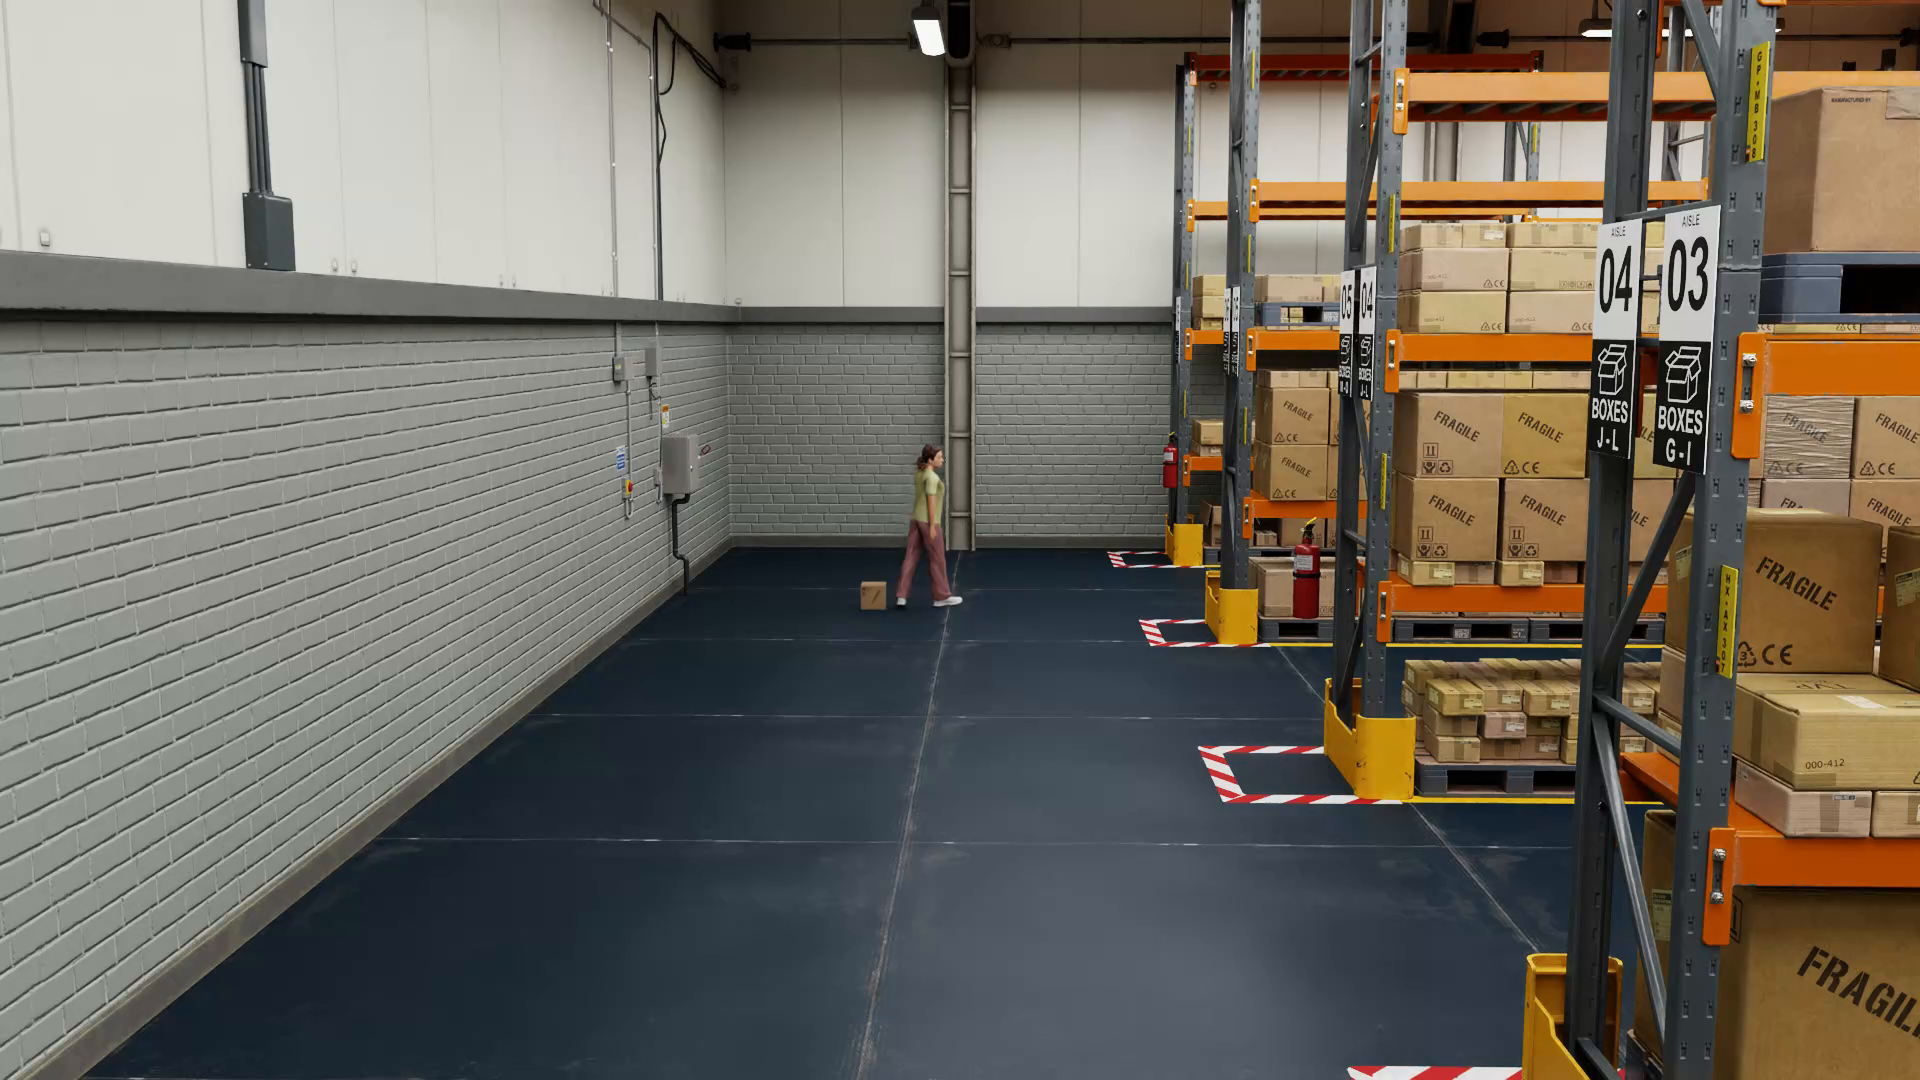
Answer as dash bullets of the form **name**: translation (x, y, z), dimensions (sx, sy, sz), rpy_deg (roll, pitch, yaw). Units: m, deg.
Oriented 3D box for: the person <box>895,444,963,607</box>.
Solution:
- **person**: translation (-0.326, -0.144, 16.891), dimensions (0.708, 1.663, 0.476), rpy_deg (-4, 8, -28)
